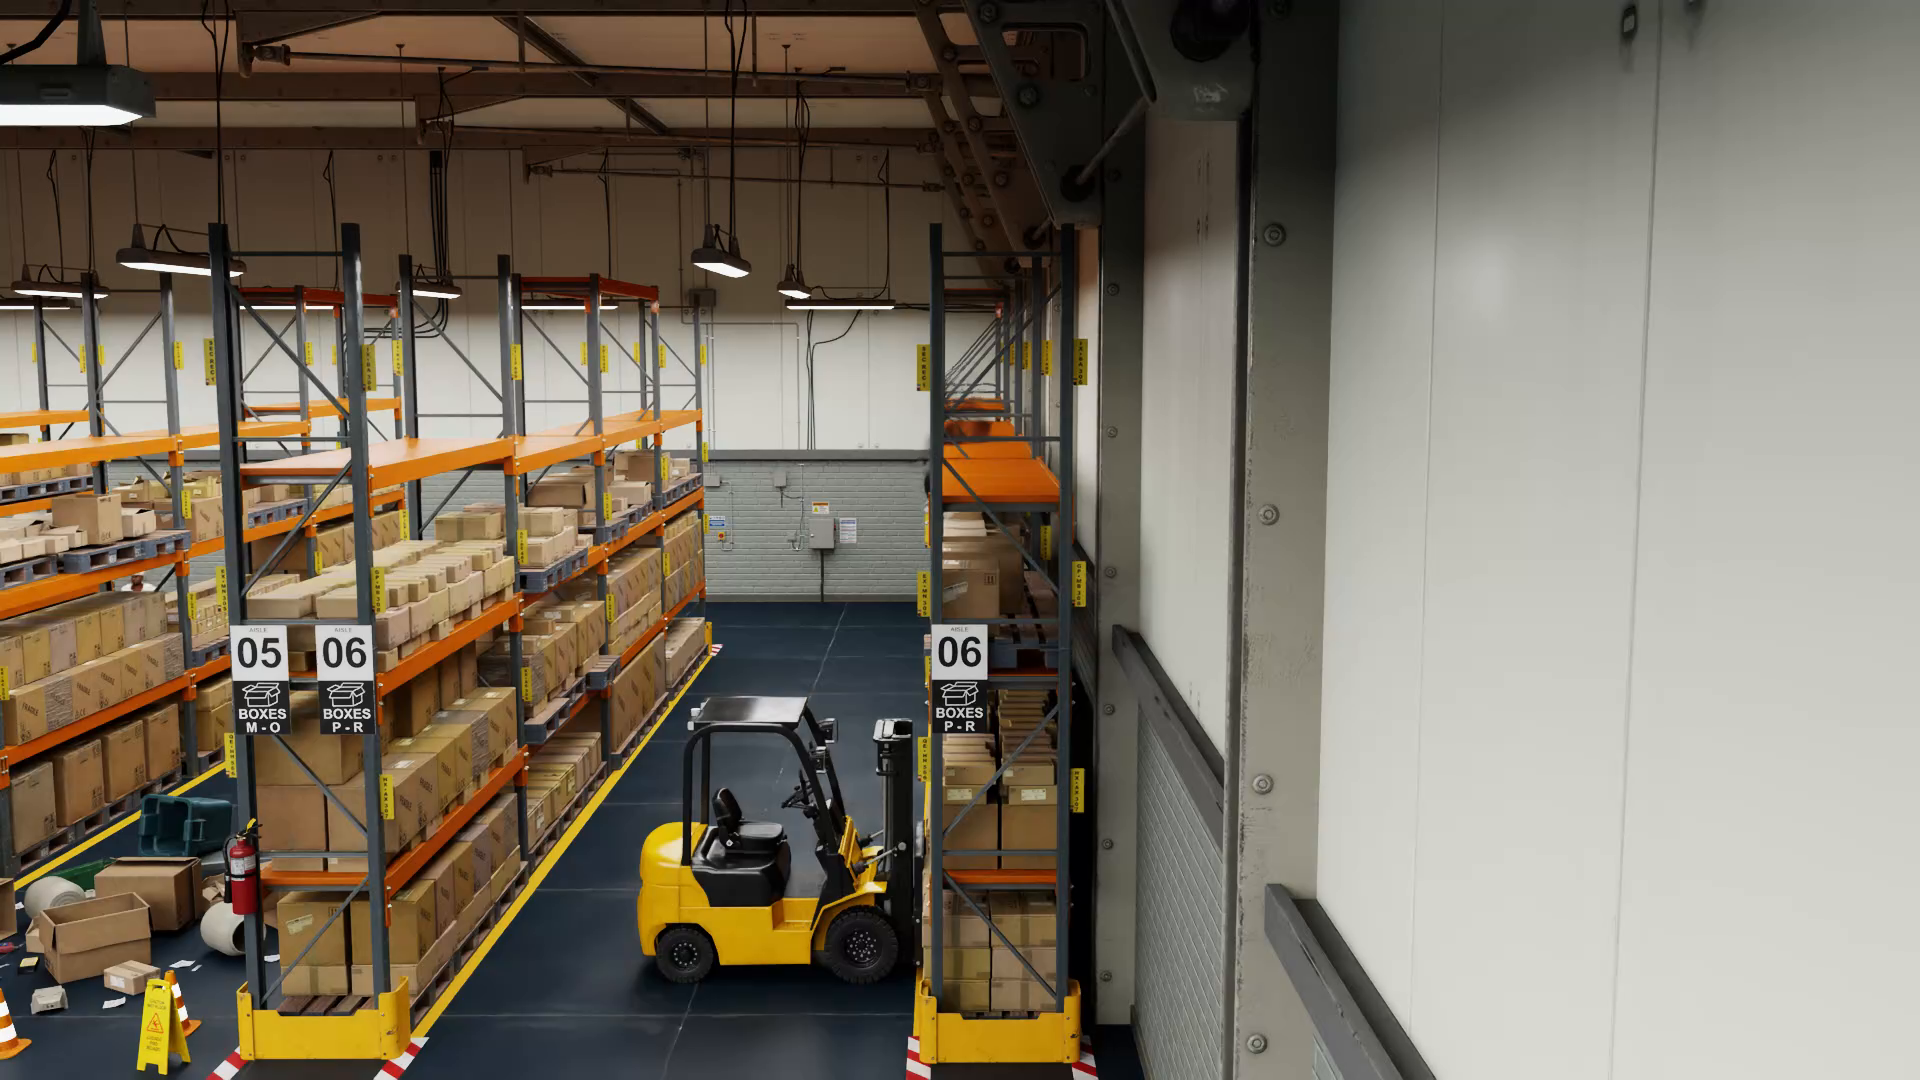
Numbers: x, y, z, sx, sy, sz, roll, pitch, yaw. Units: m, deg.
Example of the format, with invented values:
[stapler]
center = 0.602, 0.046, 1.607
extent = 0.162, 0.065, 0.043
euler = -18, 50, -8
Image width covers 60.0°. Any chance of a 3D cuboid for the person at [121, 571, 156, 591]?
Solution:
[person]
center = -12.883, 1.278, 26.076
extent = 0.689, 1.713, 0.621
euler = -1, 7, -6
